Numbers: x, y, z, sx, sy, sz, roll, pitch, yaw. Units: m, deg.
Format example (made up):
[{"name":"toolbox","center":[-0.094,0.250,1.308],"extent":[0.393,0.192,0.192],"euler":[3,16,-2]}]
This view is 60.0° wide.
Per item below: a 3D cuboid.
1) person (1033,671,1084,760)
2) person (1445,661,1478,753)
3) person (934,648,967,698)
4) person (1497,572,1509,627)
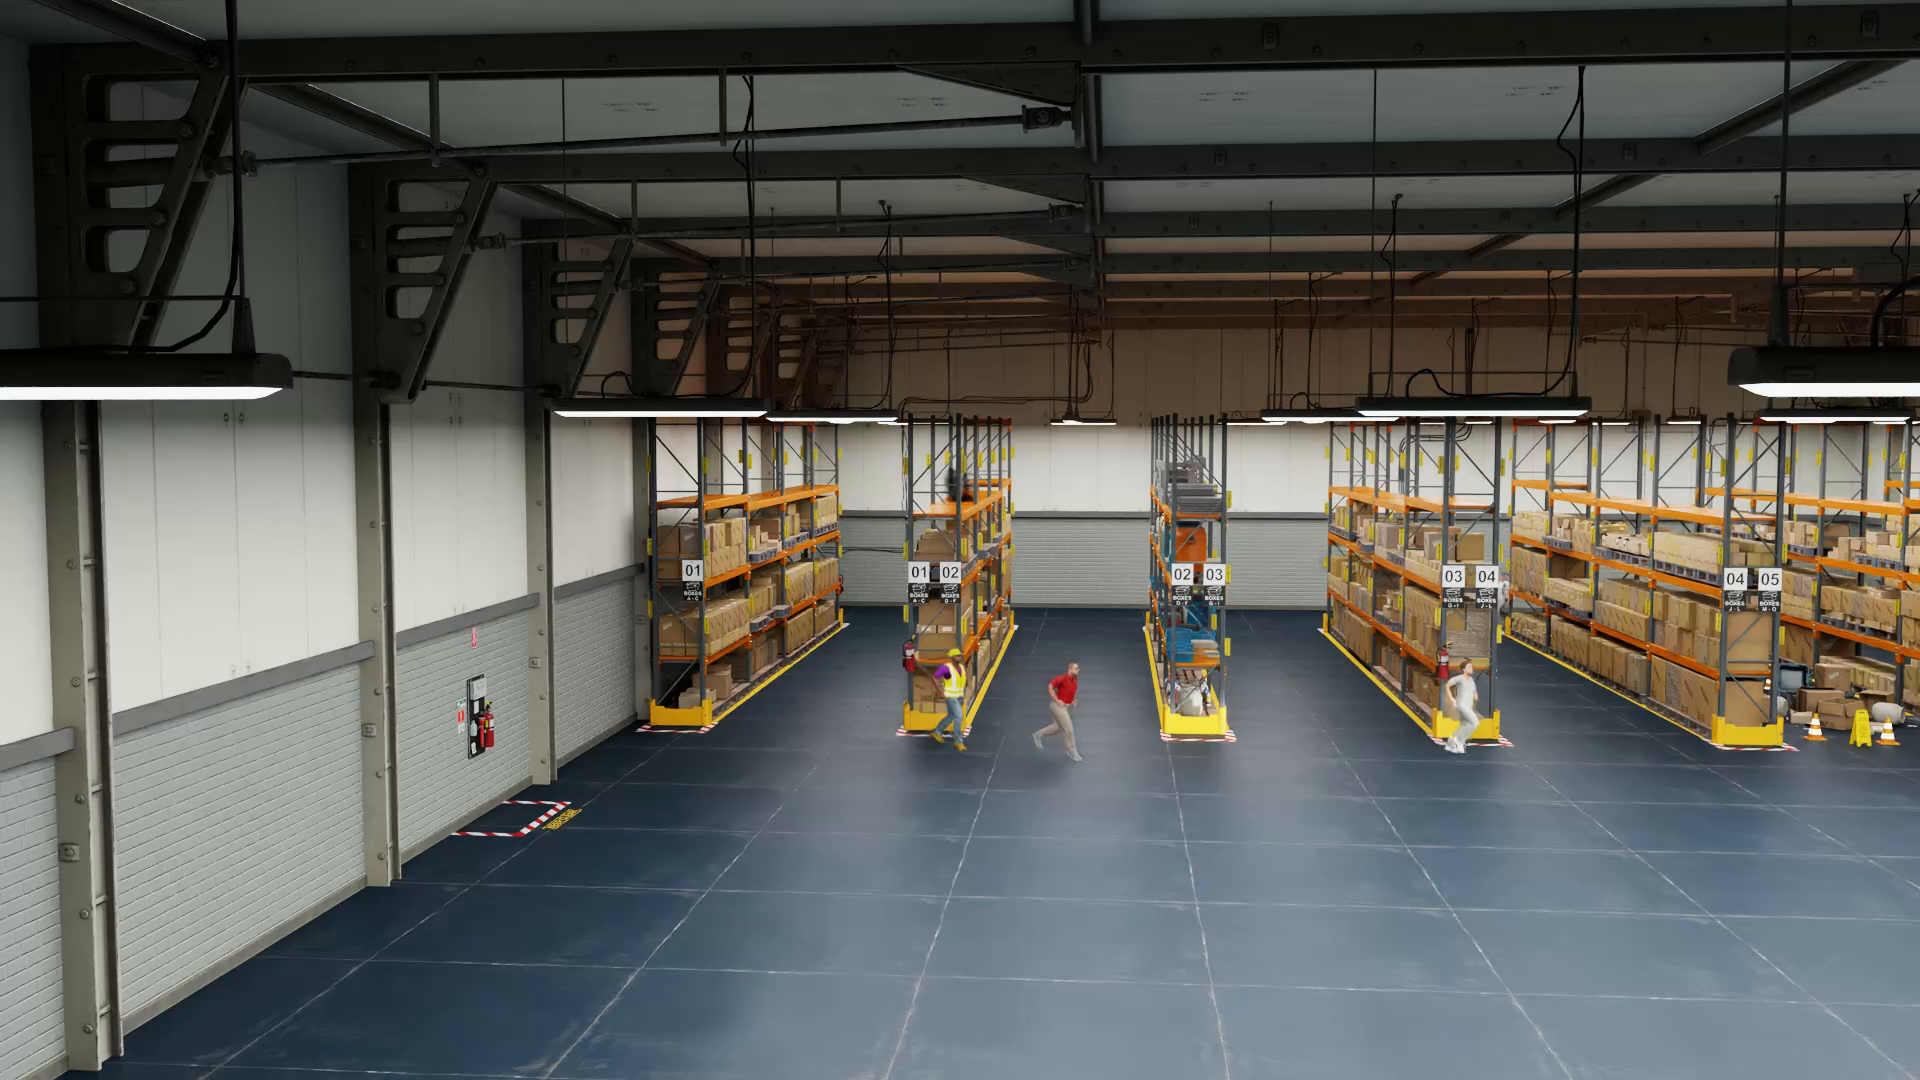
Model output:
[{"name":"person","center":[1.702,3.040,28.908],"extent":[0.993,1.563,0.648],"euler":[3,5,34]},{"name":"person","center":[8.849,2.930,29.209],"extent":[0.532,1.617,0.569],"euler":[4,5,44]},{"name":"person","center":[-0.127,2.380,29.785],"extent":[0.450,0.898,0.673],"euler":[3,5,33]},{"name":"person","center":[15.365,1.722,47.291],"extent":[0.645,1.685,0.485],"euler":[-2,4,-24]}]
